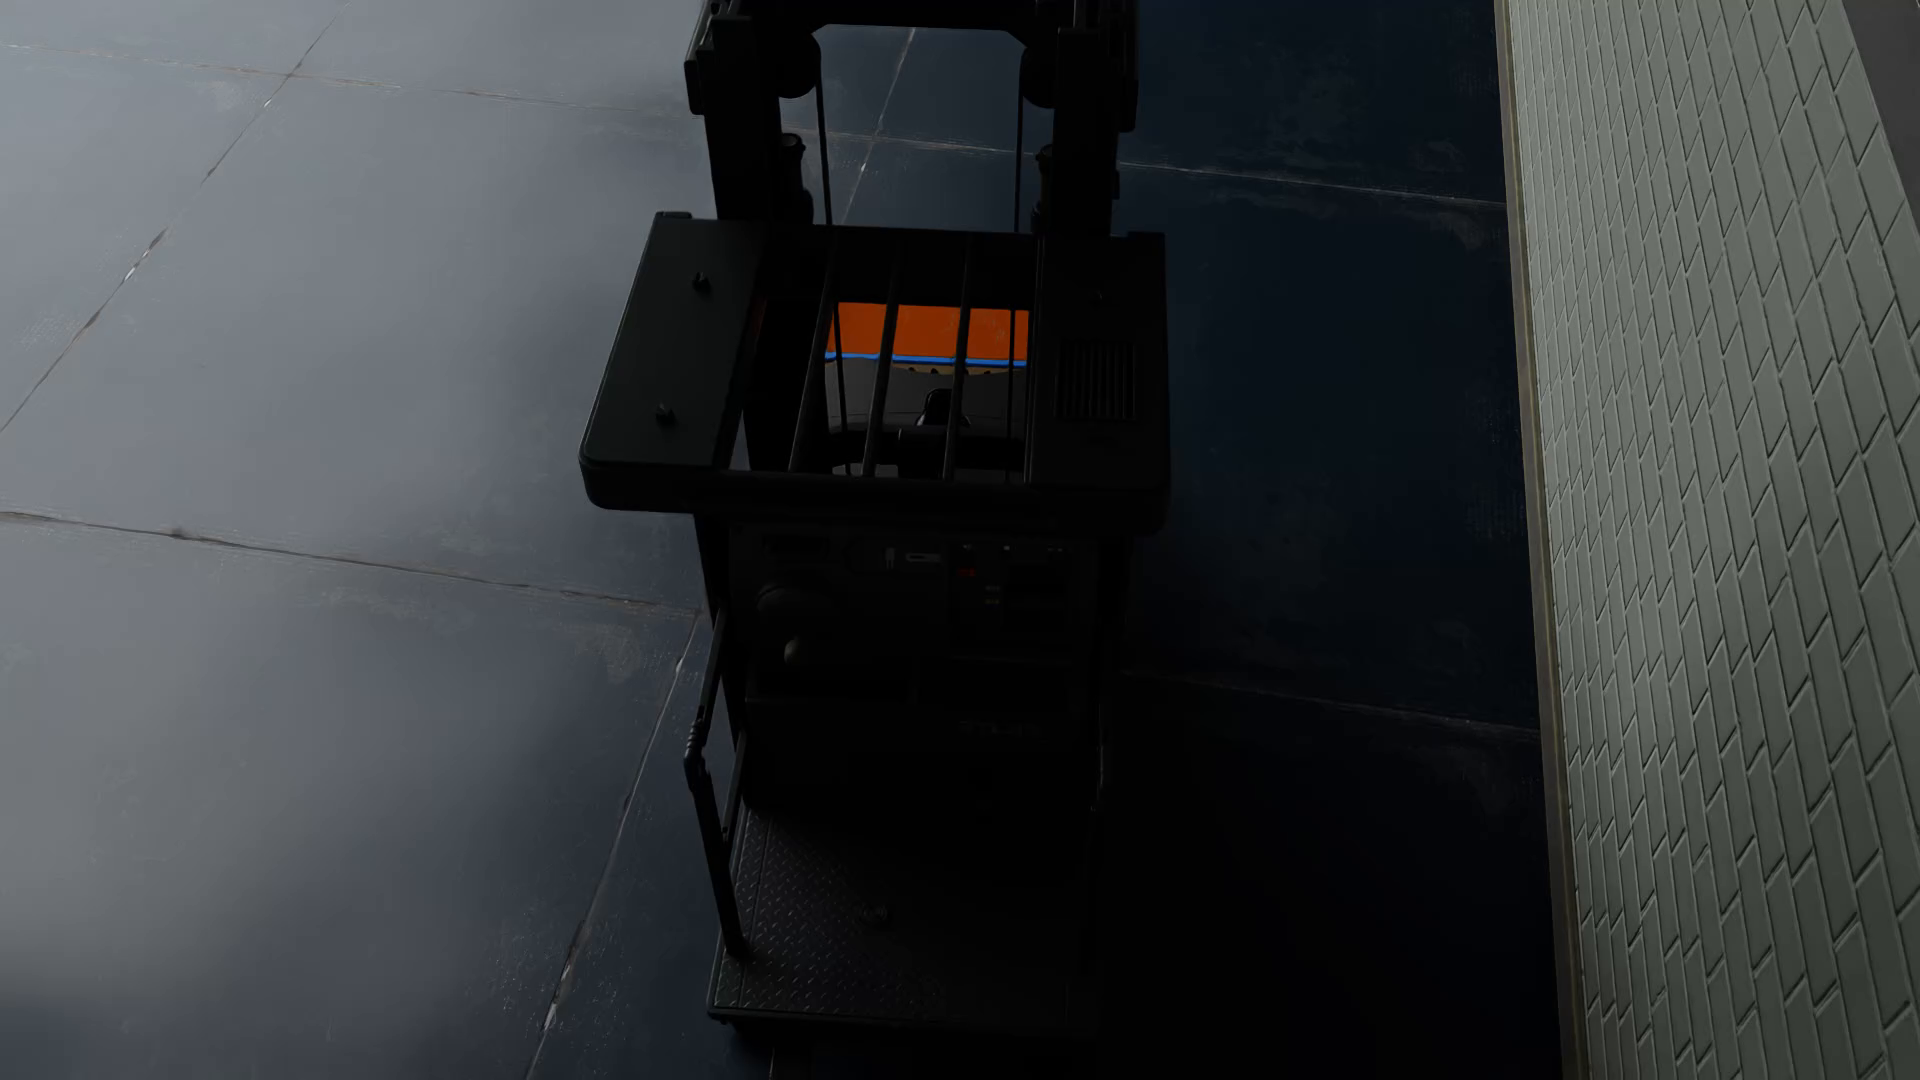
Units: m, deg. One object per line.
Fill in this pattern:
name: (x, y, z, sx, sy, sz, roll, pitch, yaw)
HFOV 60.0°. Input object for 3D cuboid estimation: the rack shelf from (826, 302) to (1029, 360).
rack shelf: (0.000, -0.695, 5.725, 1.000, 0.278, 0.538, 2, 48, 2)

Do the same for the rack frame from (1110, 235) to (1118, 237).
rack frame: (0.507, -0.478, 5.923, 0.032, 1.125, 0.500, 2, 48, 2)

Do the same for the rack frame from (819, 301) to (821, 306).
rack frame: (-0.508, -0.521, 5.962, 0.032, 1.125, 0.500, 2, 48, 2)

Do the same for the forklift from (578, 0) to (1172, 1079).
forklift: (-0.131, 0.242, 4.062, 1.130, 2.935, 3.031, 3, 48, 3)

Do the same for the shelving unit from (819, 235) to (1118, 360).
shelving unit: (0.000, -0.499, 5.942, 1.048, 1.125, 0.538, 2, 48, 2)
